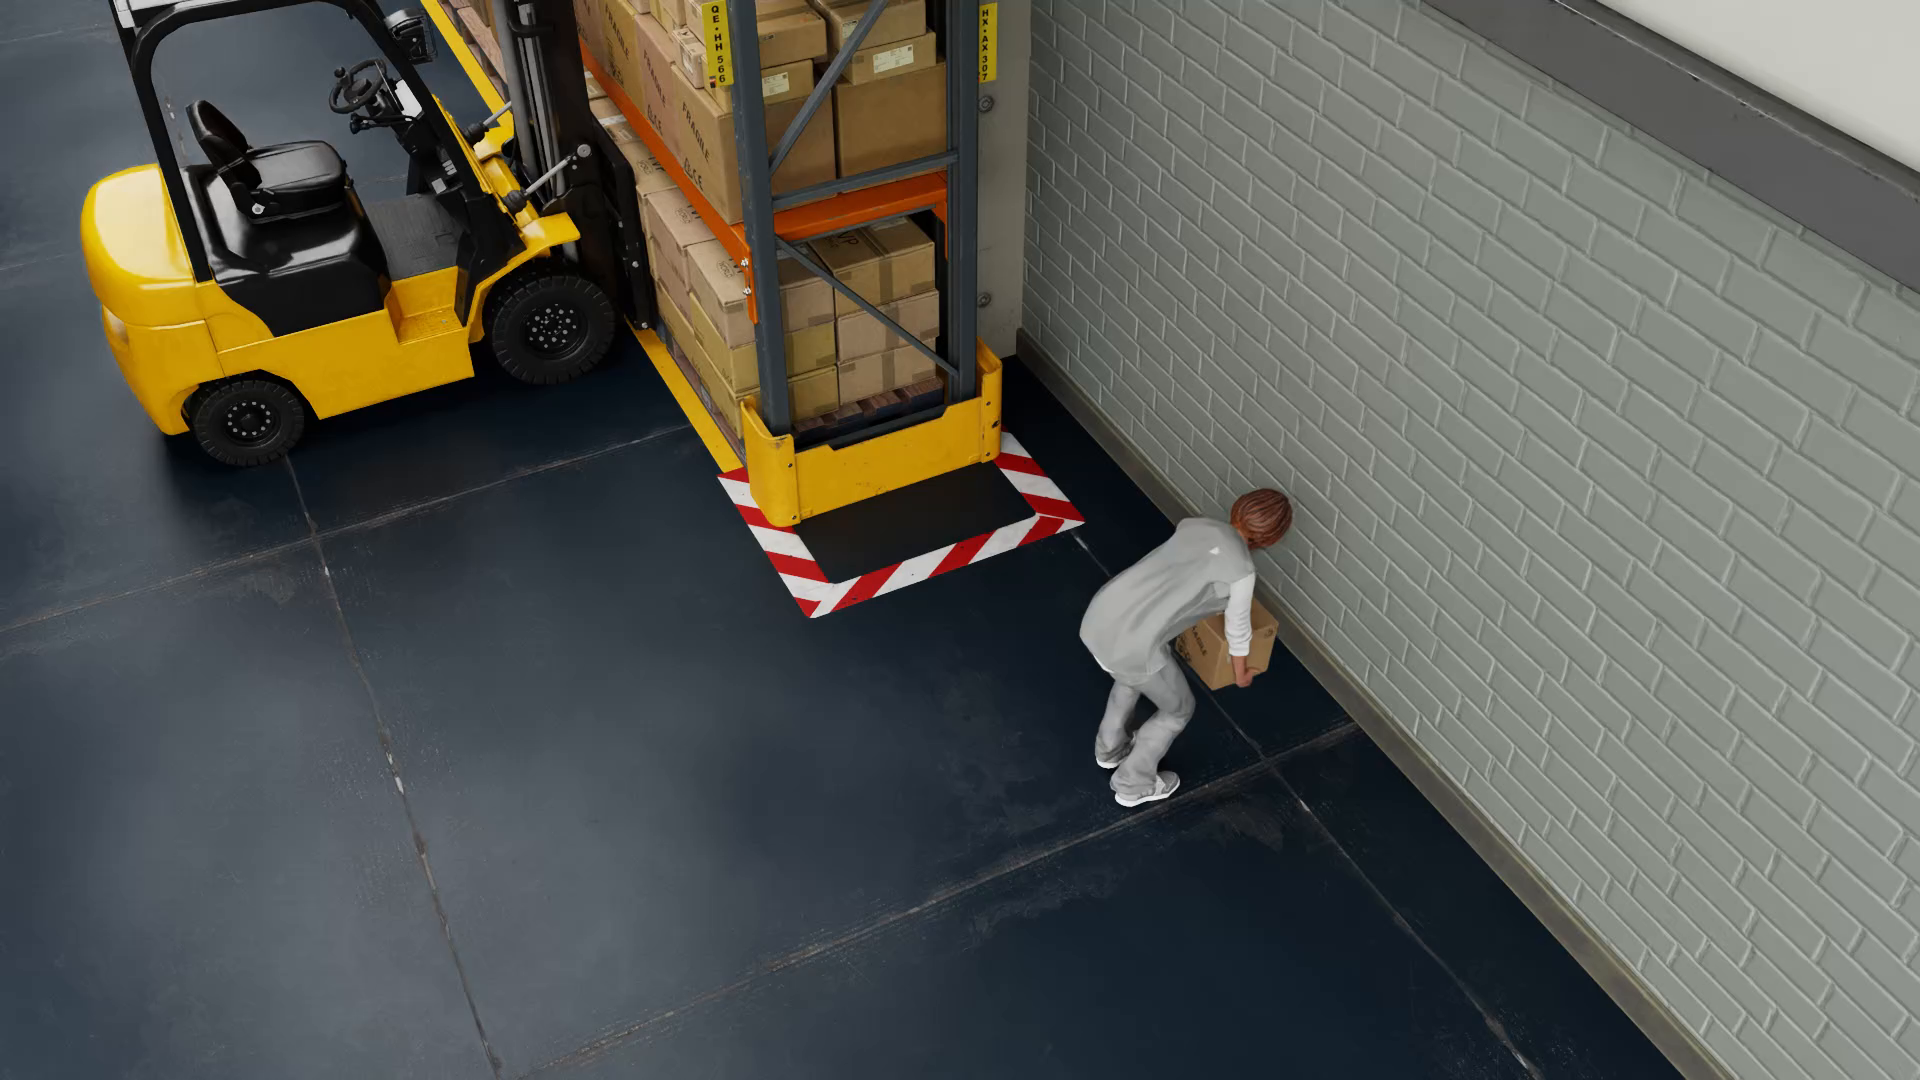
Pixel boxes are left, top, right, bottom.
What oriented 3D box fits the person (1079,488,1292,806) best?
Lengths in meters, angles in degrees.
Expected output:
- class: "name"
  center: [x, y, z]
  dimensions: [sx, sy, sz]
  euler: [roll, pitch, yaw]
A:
- class: "person"
  center: [0.809, 0.400, 6.028]
  dimensions: [0.820, 1.189, 0.389]
  euler: [-21, 46, -21]
